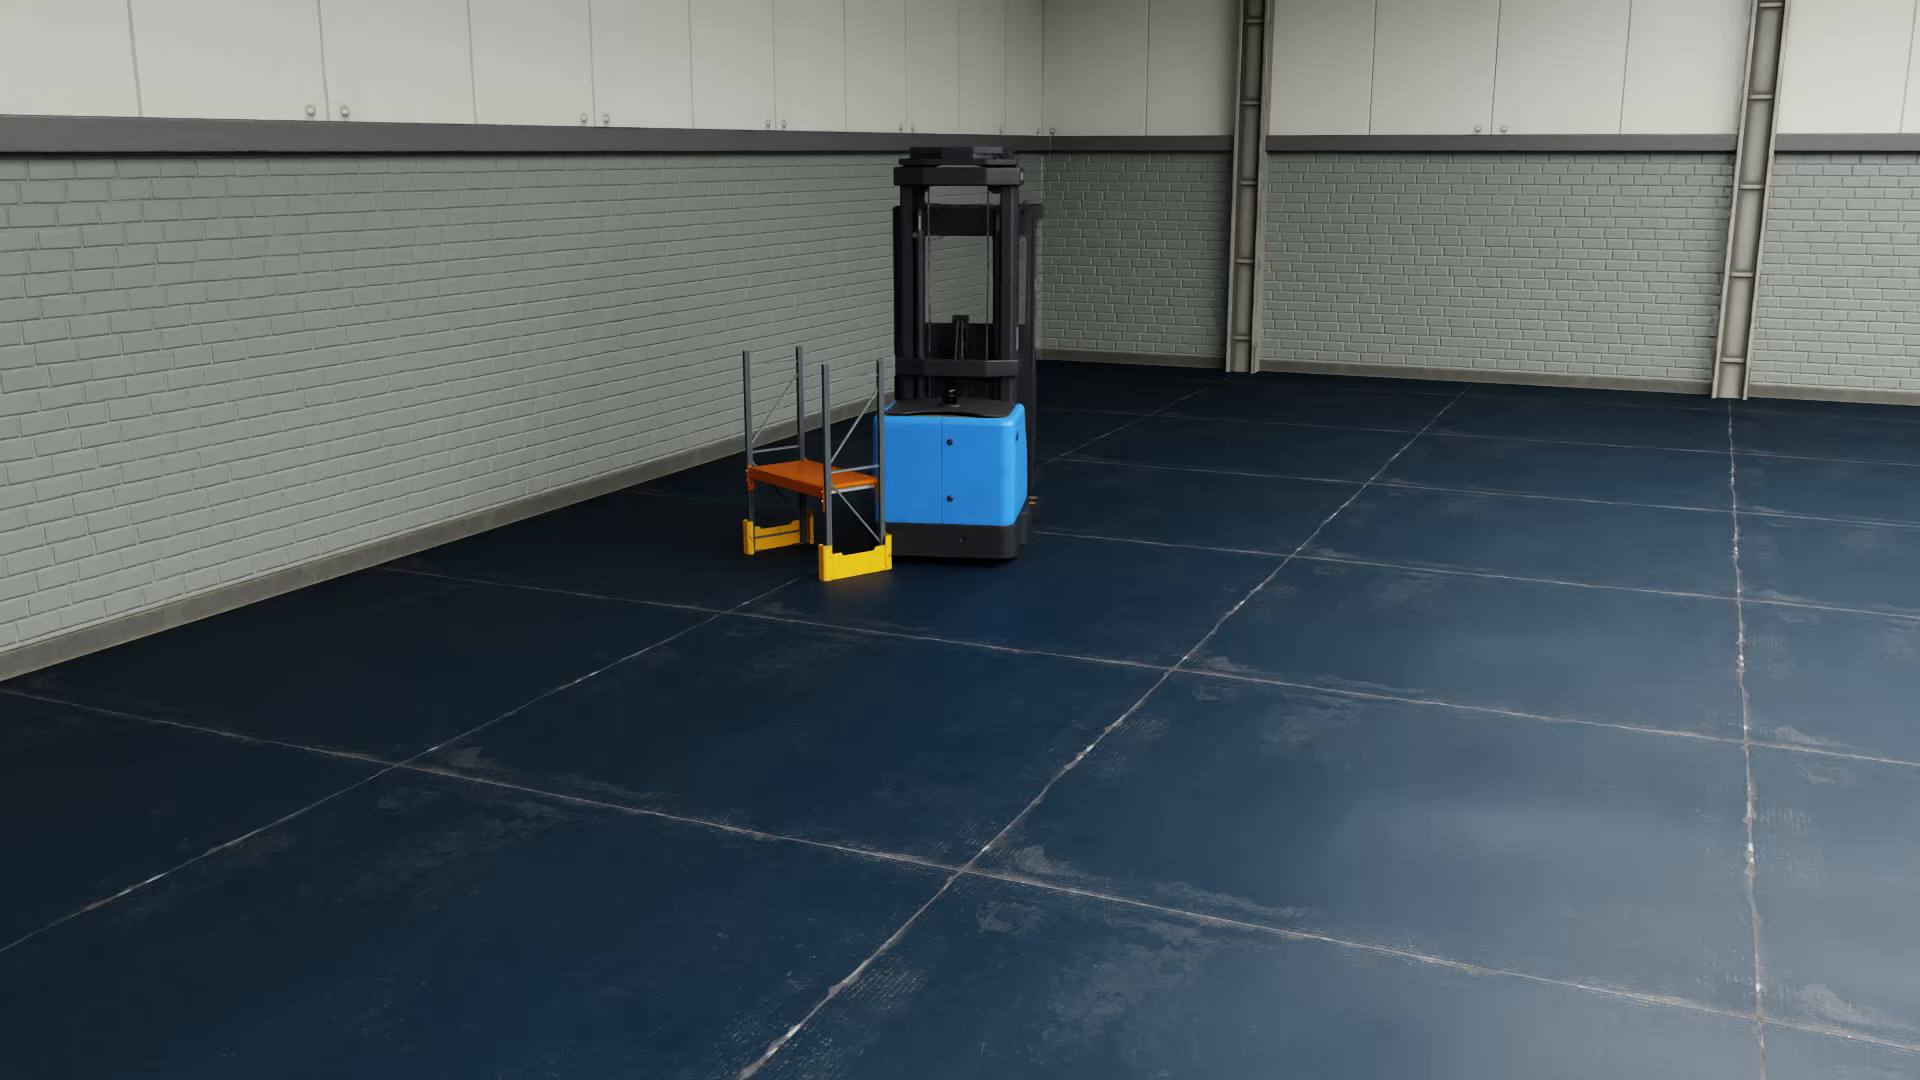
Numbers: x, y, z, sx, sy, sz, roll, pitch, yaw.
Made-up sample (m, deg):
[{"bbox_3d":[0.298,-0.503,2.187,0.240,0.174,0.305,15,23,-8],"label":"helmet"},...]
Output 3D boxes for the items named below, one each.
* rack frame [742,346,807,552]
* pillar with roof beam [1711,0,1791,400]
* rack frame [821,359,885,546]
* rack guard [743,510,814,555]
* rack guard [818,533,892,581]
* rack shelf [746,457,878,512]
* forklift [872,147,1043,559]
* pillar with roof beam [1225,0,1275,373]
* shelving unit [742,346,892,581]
[{"bbox_3d":[-1.369,-0.672,12.335,0.500,1.500,0.032,-10,17,-37],"label":"rack frame"},{"bbox_3d":[7.563,-5.211,15.265,0.400,9.000,9.100,6,14,23],"label":"pillar with roof beam"},{"bbox_3d":[-0.734,-0.491,11.562,0.500,1.500,0.032,-10,17,-37],"label":"rack frame"},{"bbox_3d":[-1.357,-0.060,12.463,0.587,0.250,0.087,-10,17,-37],"label":"rack guard"},{"bbox_3d":[-0.735,0.118,11.706,0.587,0.250,0.087,-10,17,-37],"label":"rack guard"},{"bbox_3d":[-1.052,-0.406,11.990,0.538,0.185,1.000,-10,17,-37],"label":"rack shelf"},{"bbox_3d":[0.067,-1.578,13.064,1.130,2.935,3.031,2,13,7],"label":"forklift"},{"bbox_3d":[2.077,-5.767,17.631,0.400,9.000,9.100,6,14,23],"label":"pillar with roof beam"},{"bbox_3d":[-1.046,-0.580,11.942,0.587,1.500,1.083,-10,17,-37],"label":"shelving unit"}]
